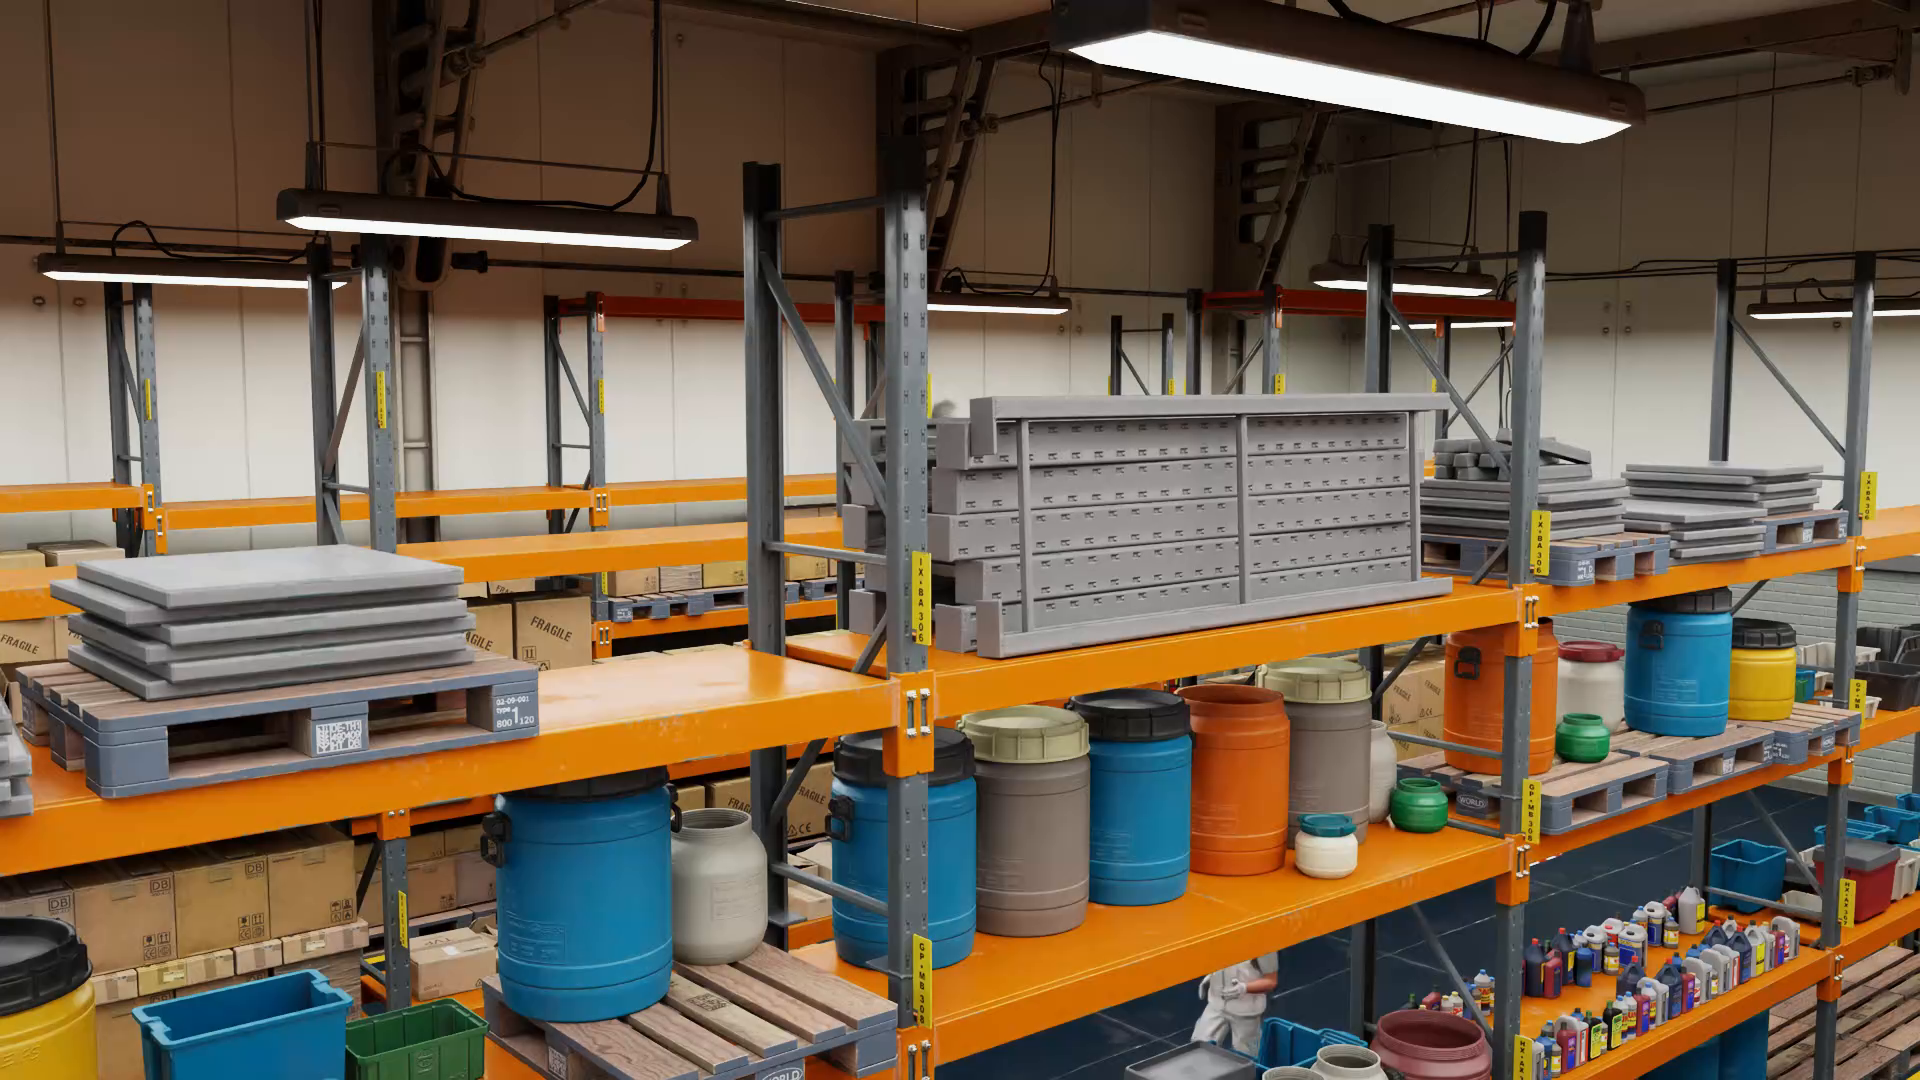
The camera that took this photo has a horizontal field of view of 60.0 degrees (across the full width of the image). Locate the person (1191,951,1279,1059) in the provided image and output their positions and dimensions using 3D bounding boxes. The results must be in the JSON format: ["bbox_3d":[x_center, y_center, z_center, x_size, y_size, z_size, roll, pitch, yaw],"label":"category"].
[{"bbox_3d":[1.847,3.202,11.258,0.632,1.803,0.721,5,7,39],"label":"person"}]
